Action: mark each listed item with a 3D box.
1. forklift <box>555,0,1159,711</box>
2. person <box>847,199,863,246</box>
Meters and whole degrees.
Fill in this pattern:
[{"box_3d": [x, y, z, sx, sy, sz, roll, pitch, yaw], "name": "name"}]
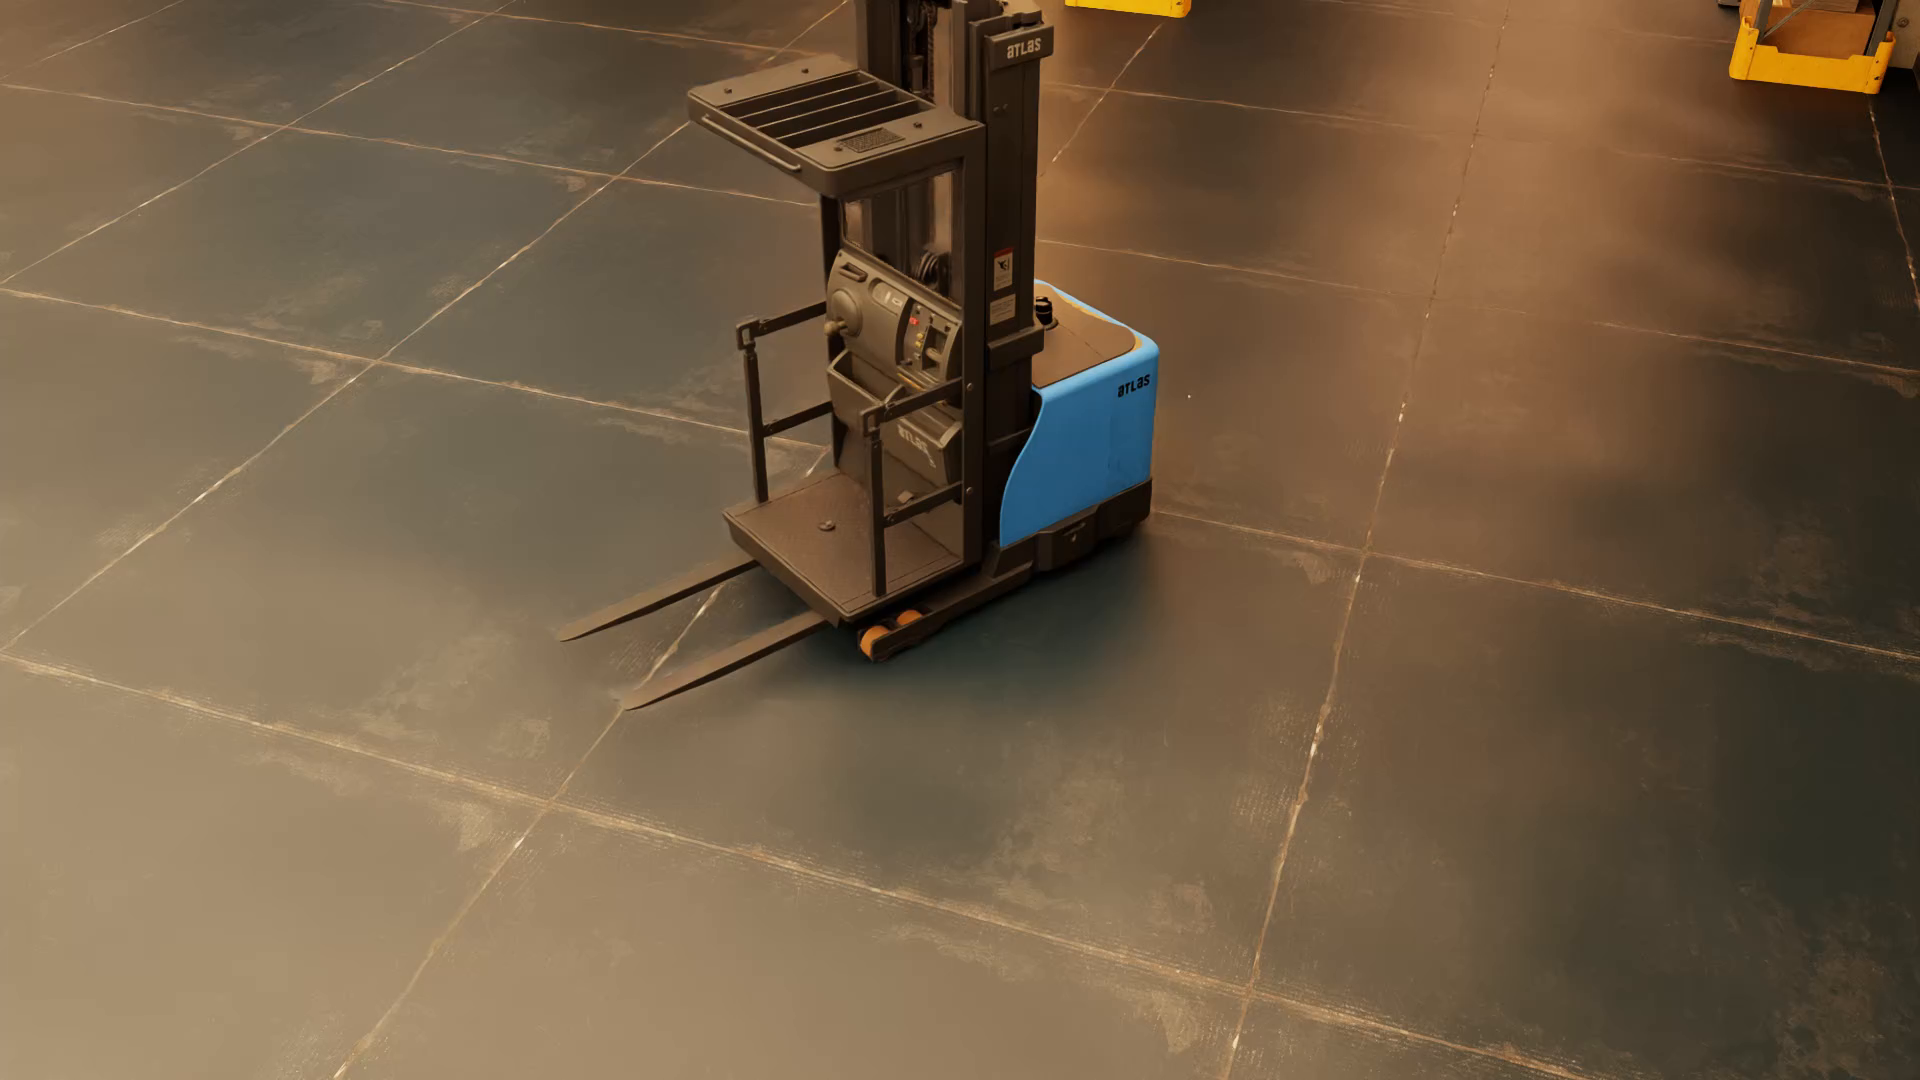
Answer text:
[{"box_3d": [-0.474, -0.971, 7.480, 3.031, 2.935, 1.130, -25, 42, -31], "name": "forklift"}, {"box_3d": [-0.562, -1.953, 9.972, 0.351, 1.653, 0.511, -10, 37, -14], "name": "person"}]
